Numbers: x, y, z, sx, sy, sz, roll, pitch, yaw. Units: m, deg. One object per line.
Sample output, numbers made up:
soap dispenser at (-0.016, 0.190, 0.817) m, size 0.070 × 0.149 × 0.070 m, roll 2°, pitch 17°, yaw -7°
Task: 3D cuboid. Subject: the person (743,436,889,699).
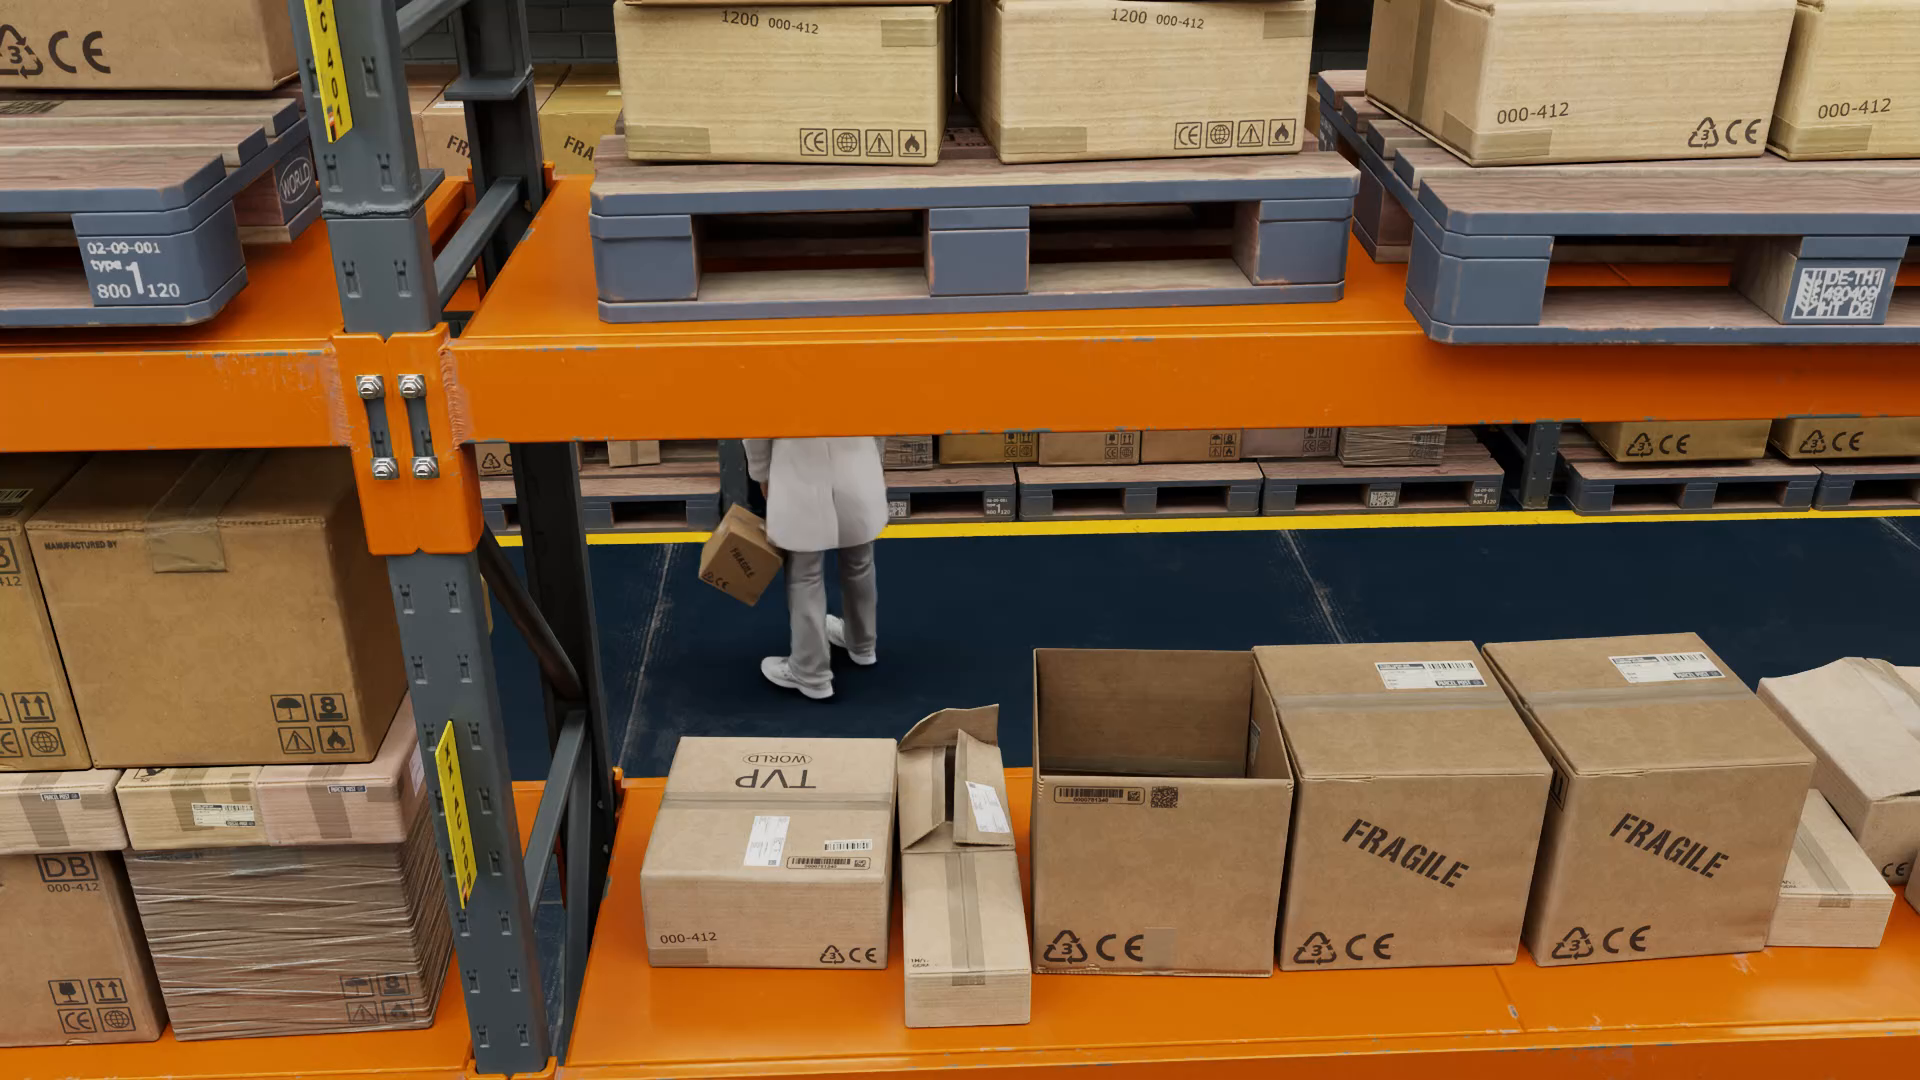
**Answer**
person at (-0.576, -0.258, 6.591) m, size 0.582 × 1.782 × 0.568 m, roll -7°, pitch 28°, yaw -13°
